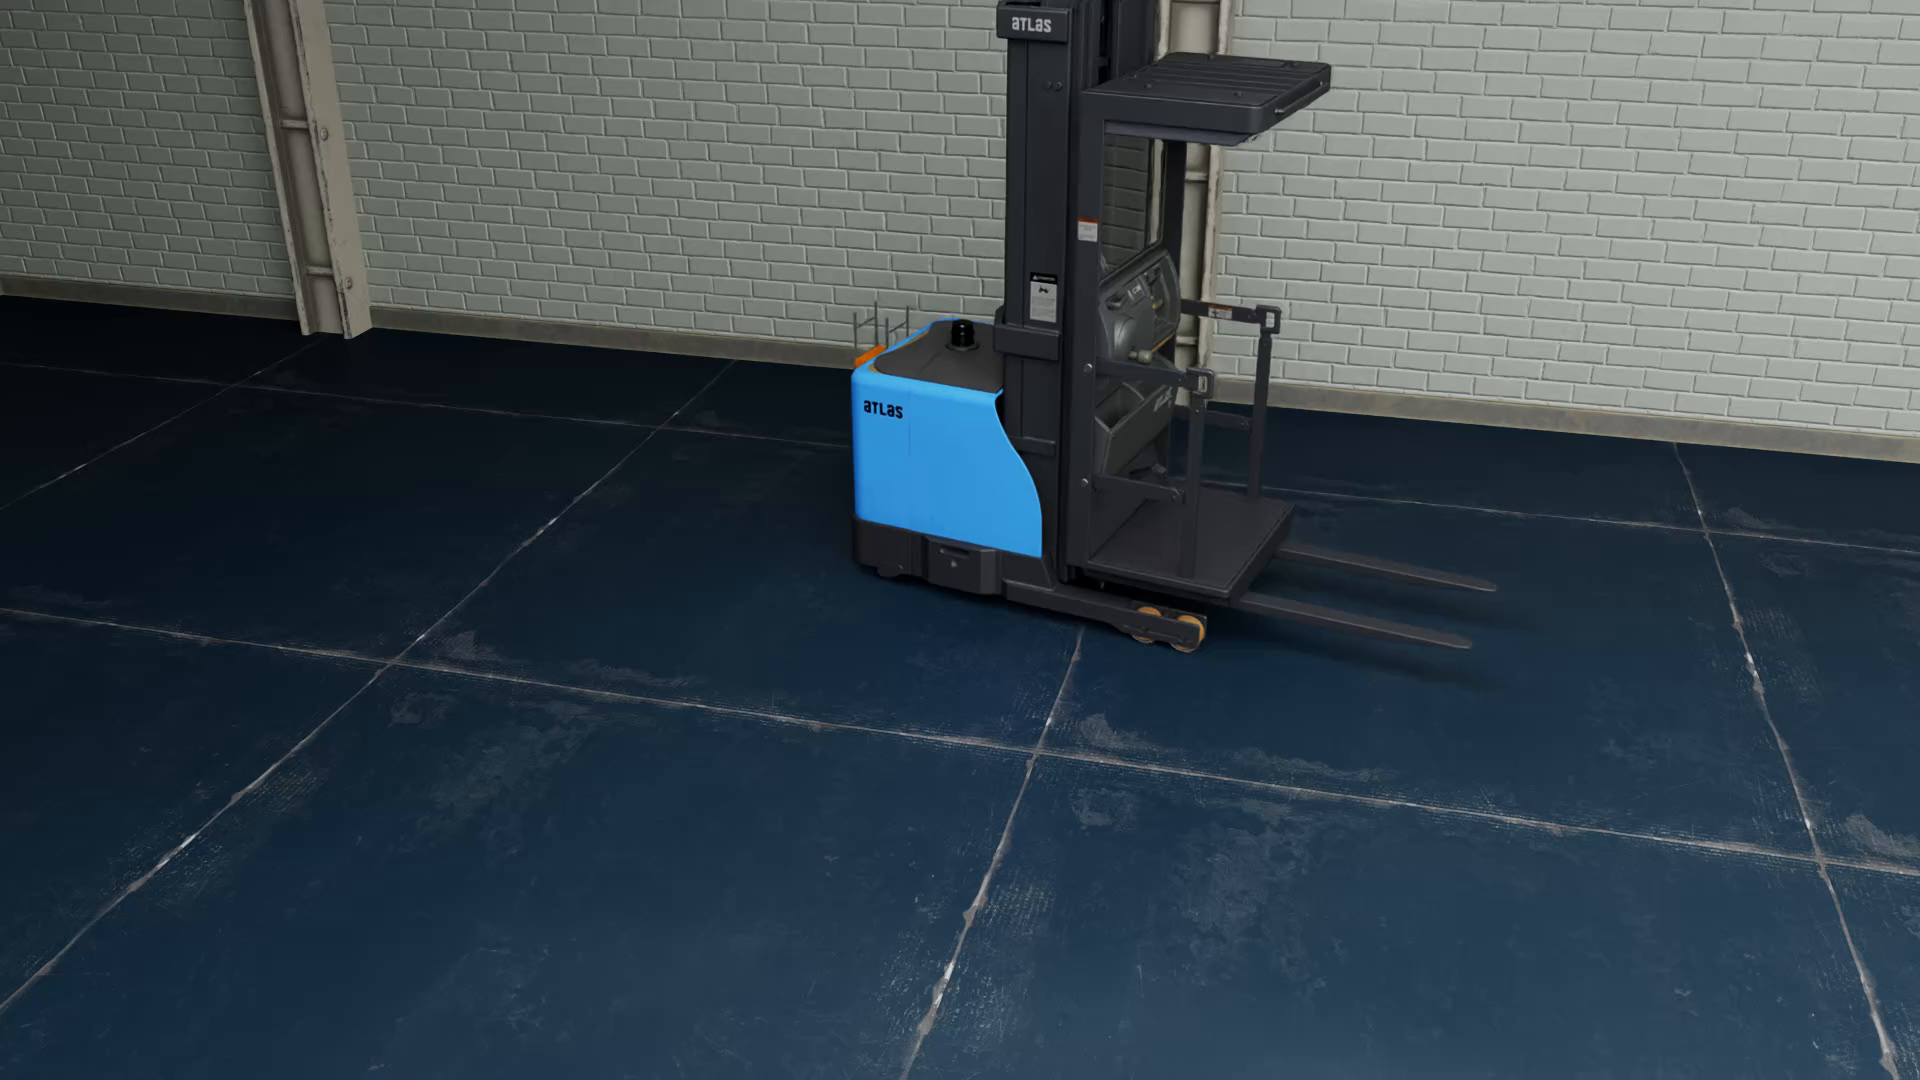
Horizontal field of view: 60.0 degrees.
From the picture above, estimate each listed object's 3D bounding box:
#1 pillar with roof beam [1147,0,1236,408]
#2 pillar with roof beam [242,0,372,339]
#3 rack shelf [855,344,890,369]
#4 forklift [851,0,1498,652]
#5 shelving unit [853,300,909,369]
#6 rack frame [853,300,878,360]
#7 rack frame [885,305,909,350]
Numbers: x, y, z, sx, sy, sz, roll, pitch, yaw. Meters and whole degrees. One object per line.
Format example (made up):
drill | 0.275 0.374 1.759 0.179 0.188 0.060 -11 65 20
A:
pillar with roof beam | 0.287 -3.131 4.857 0.400 9.000 9.100 6 26 13
pillar with roof beam | -5.524 -3.773 6.207 0.400 9.000 9.100 6 26 13
rack shelf | -0.399 -0.910 8.532 0.180 0.103 0.258 12 28 24
forklift | 1.012 -1.068 7.583 3.031 2.935 1.130 12 28 24
shelving unit | -0.399 -0.625 8.667 0.189 1.200 0.258 12 28 24
rack frame | -0.481 -0.643 8.704 0.006 1.200 0.240 12 28 24
rack frame | -0.317 -0.608 8.631 0.006 1.200 0.240 12 28 24
